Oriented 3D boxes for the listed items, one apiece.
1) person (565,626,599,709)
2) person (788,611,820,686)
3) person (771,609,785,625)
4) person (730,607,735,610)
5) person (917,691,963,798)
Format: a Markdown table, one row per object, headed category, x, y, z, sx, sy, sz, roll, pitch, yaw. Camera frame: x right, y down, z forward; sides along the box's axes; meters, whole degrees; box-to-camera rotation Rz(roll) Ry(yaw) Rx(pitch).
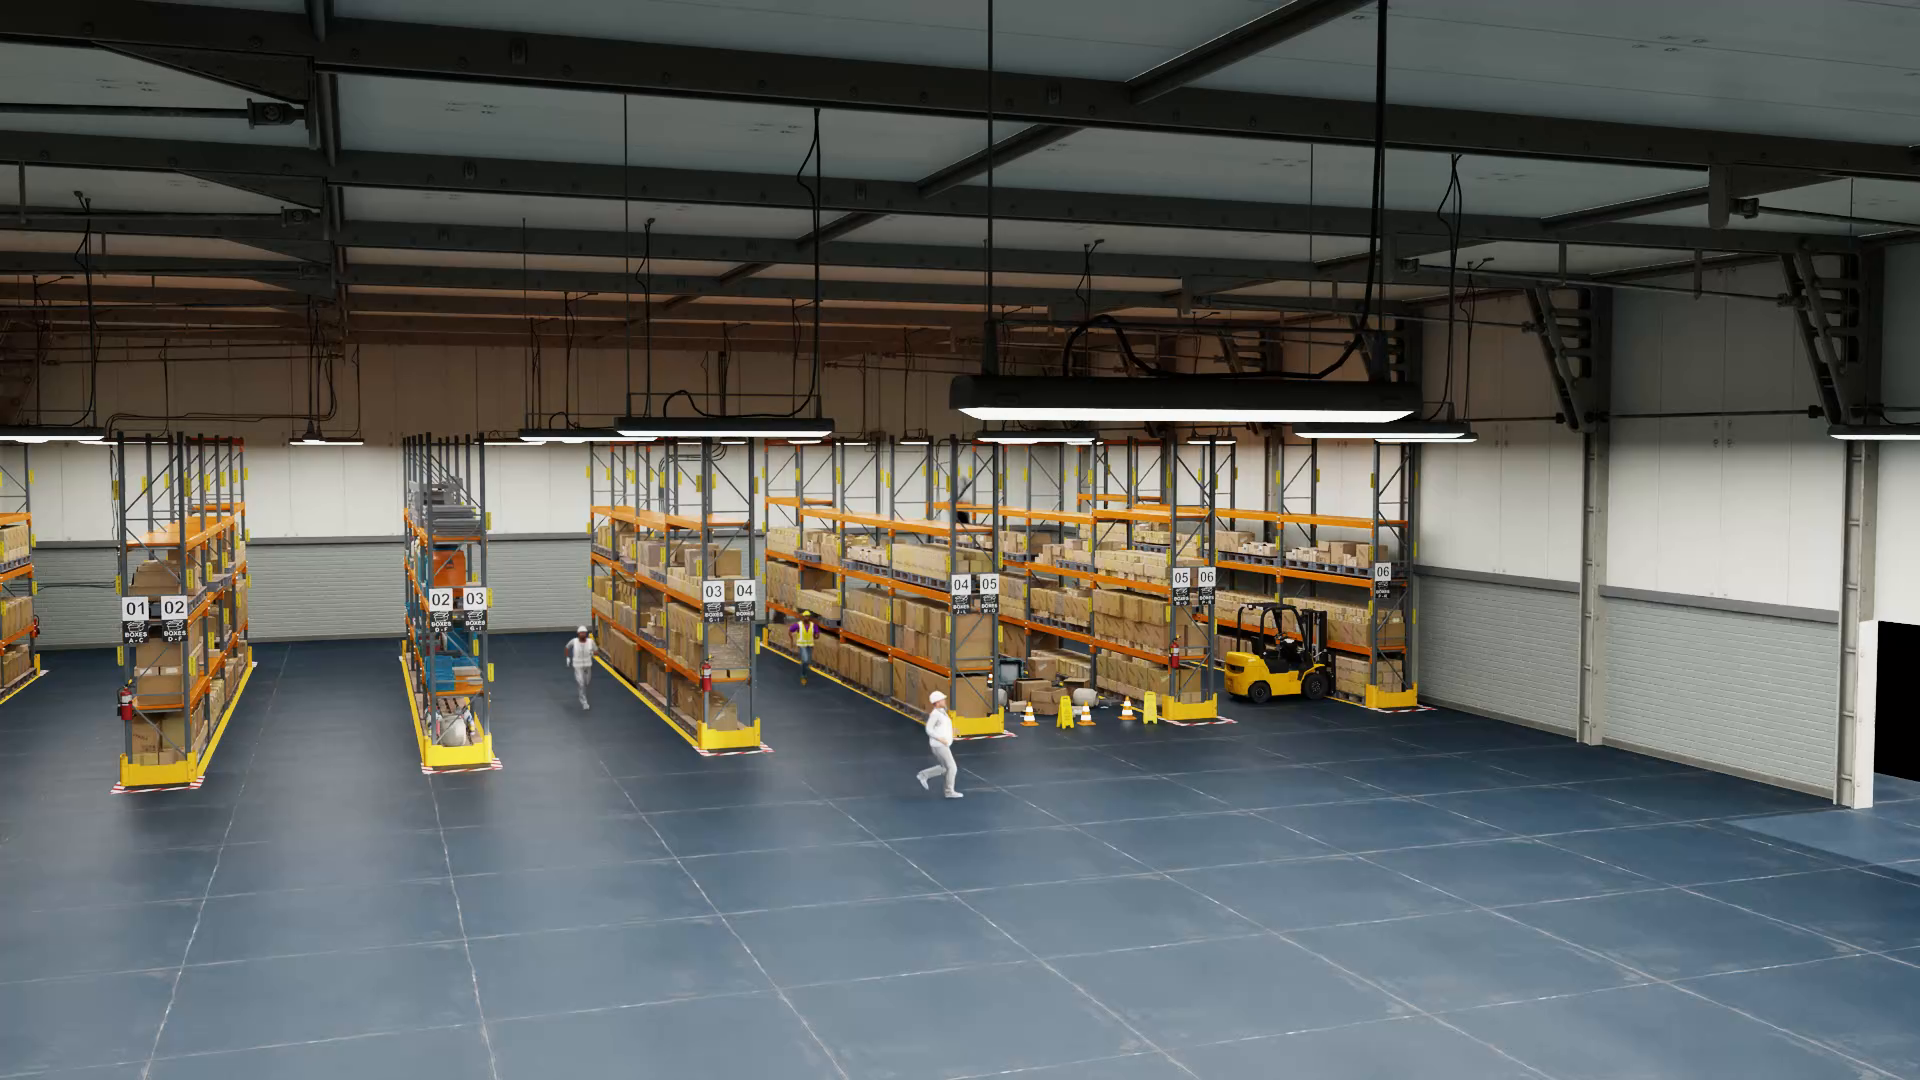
| category | x | y | z | sx | sy | sz | roll | pitch | yaw |
| --- | --- | --- | --- | --- | --- | --- | --- | --- | --- |
| person | -8.286 | 2.773 | 36.514 | 0.683 | 1.768 | 1.004 | -2 | 4 | -27 |
| person | -3.729 | 2.611 | 40.266 | 0.684 | 1.805 | 0.701 | -2 | 4 | -28 |
| person | -5.377 | 2.131 | 49.662 | 0.792 | 1.625 | 0.692 | 0 | 3 | -2 |
| person | -6.266 | 2.304 | 46.295 | 0.600 | 1.742 | 0.817 | -1 | 3 | -19 |
| person | -0.343 | 3.345 | 27.204 | 0.803 | 1.739 | 0.668 | 1 | 3 | 11 |
